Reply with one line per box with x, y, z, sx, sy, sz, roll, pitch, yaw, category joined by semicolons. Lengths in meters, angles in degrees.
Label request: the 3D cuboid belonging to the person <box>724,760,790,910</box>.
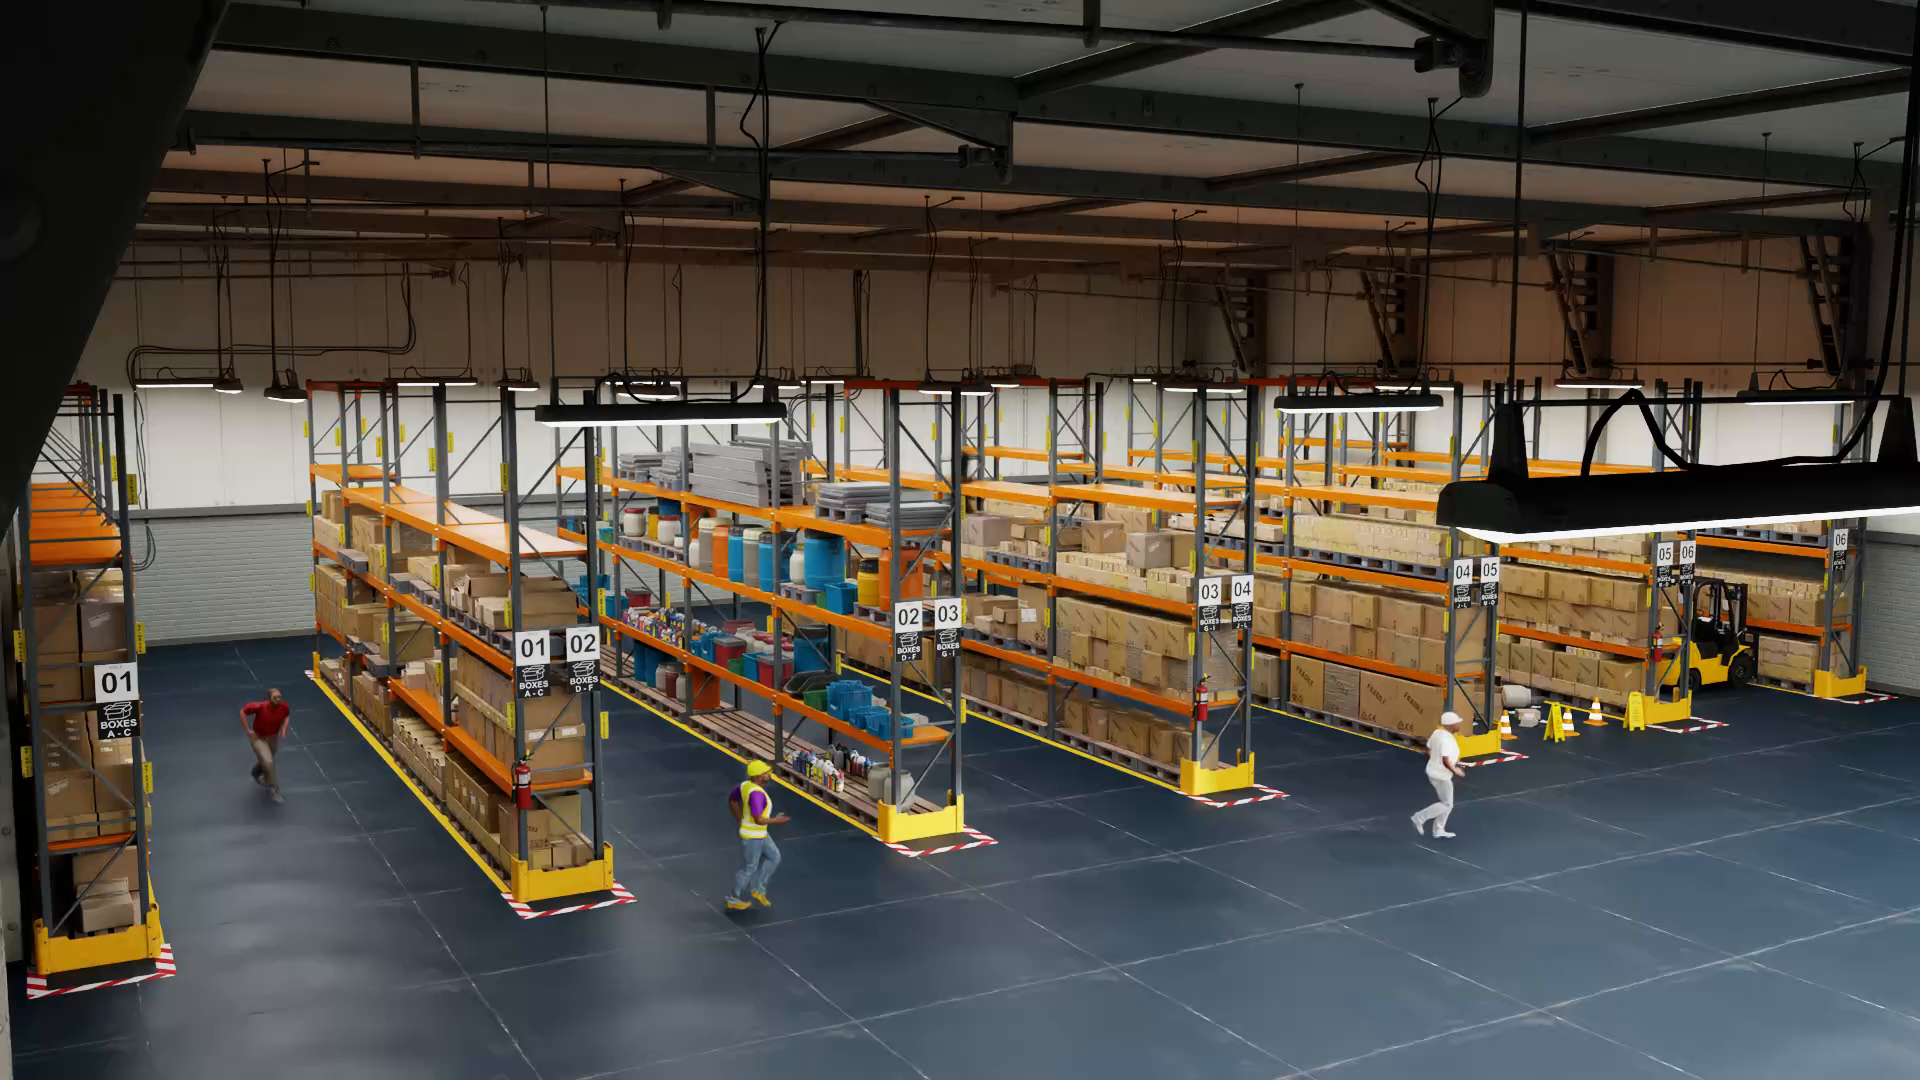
-2.346;3.426;19.199;0.763;1.787;0.631;-1;6;-7;person

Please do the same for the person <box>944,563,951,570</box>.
-0.342;1.347;38.996;0.589;1.672;0.962;-4;7;-33;person

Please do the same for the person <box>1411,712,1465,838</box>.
6.350;3.140;22.166;0.683;1.711;0.703;0;6;0;person

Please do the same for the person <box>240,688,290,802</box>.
-10.182;2.959;24.301;0.706;1.699;1.007;-6;8;-44;person
